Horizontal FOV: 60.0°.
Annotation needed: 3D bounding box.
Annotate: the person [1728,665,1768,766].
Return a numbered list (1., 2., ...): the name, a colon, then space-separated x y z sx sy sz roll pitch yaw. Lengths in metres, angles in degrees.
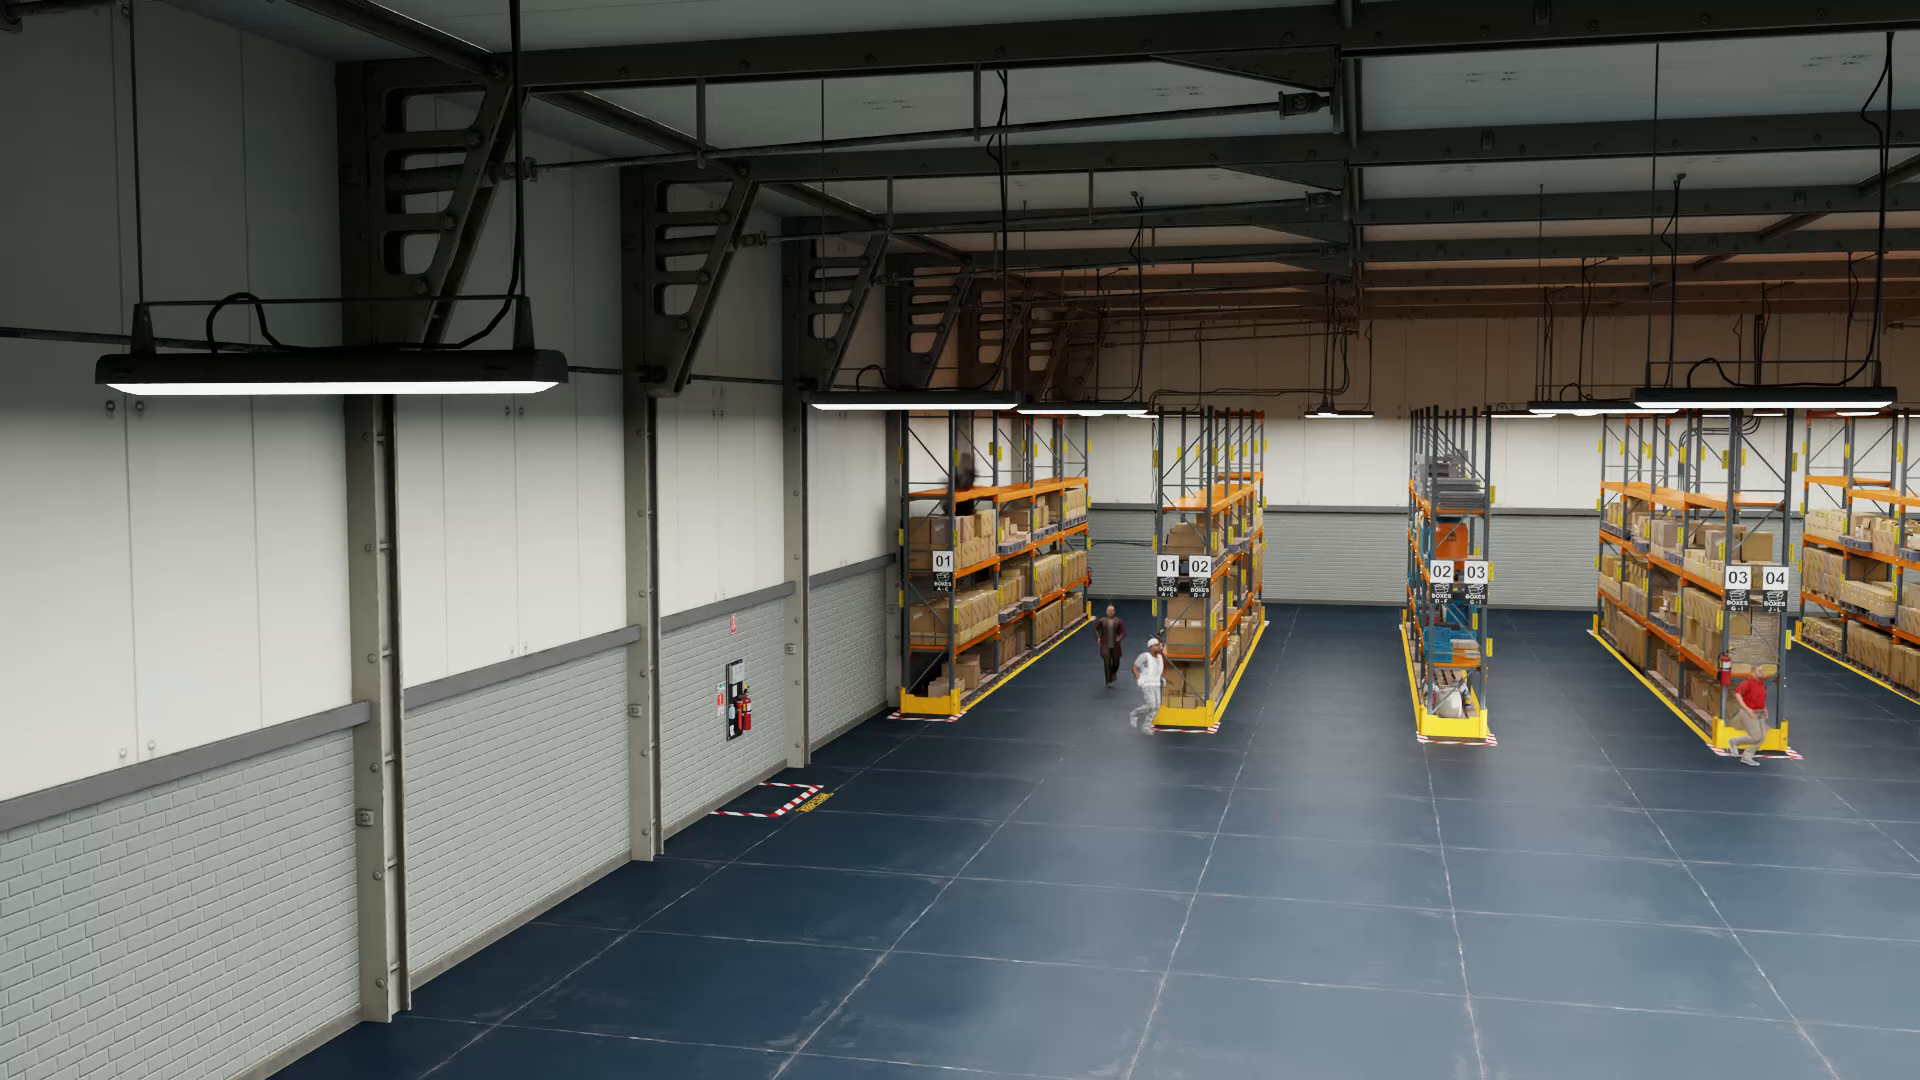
1. person: 13.158 2.908 27.724 0.649 1.679 0.574 -3 5 -38

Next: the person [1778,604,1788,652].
1. person: 19.972 1.990 40.694 0.585 1.704 0.715 1 4 14

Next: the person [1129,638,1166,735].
1. person: 3.466 2.652 30.283 0.715 1.723 0.566 -4 6 -43

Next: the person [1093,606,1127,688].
1. person: 3.226 2.285 35.811 0.715 1.736 0.826 0 4 2
